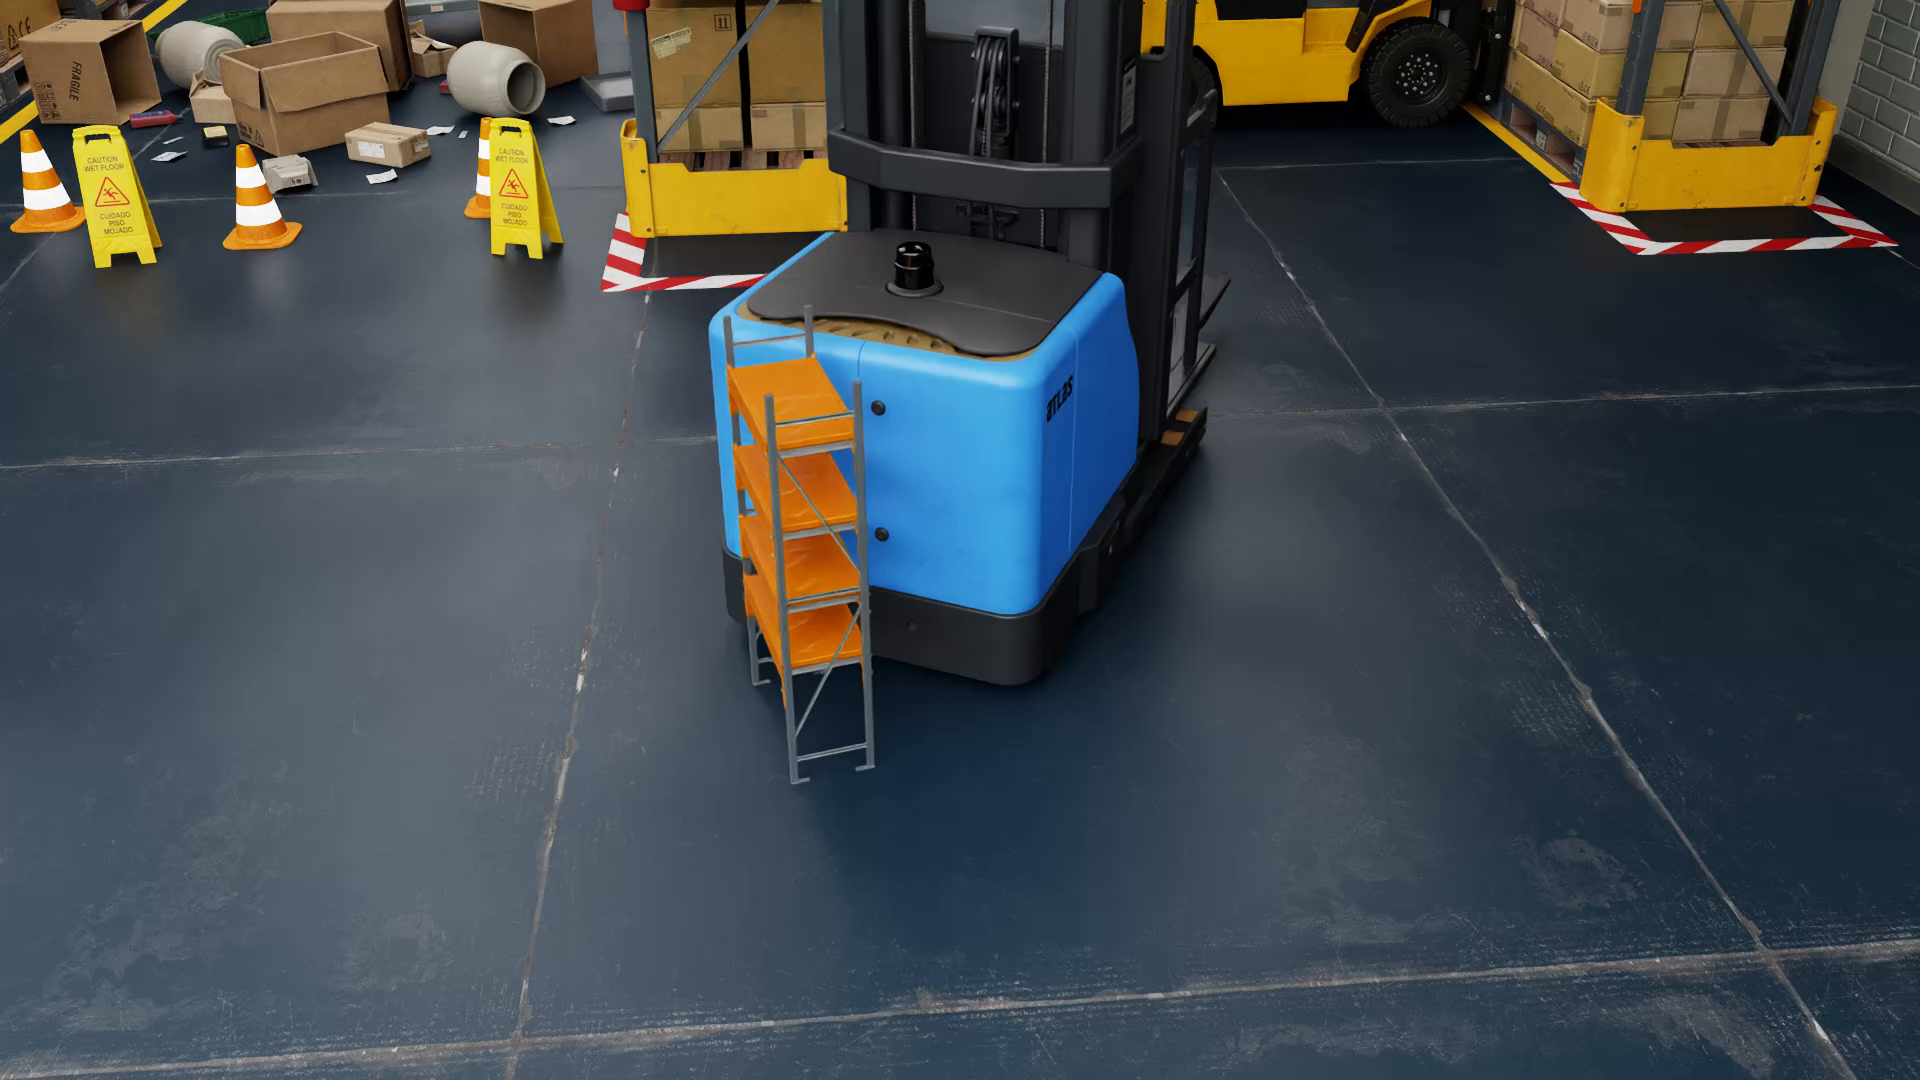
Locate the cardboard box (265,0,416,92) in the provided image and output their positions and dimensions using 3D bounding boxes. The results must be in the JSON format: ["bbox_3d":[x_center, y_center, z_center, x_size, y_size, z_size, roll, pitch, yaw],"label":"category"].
[{"bbox_3d":[-3.847,-3.103,10.321,0.797,0.637,0.503,-3,31,-5],"label":"cardboard box"}]

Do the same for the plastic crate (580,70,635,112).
[{"bbox_3d":[-2.111,-2.811,10.379,0.402,0.080,0.583,-14,33,-22],"label":"plastic crate"}]

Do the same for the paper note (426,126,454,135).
[{"bbox_3d":[-3.067,-2.412,9.770,0.148,0.019,0.142,8,32,13],"label":"paper note"}]

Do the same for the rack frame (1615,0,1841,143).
[{"bbox_3d":[3.875,-3.103,8.020,1.000,3.000,0.127,-3,31,-5],"label":"rack frame"}]

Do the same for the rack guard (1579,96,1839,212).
[{"bbox_3d":[3.877,-2.018,8.641,1.175,0.500,0.348,-3,31,-5],"label":"rack guard"}]

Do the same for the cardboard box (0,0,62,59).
[{"bbox_3d":[-6.371,-3.561,10.449,0.875,0.875,0.875,-2,31,-4],"label":"cardboard box"}]

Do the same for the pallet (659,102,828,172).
[{"bbox_3d":[-1.115,-2.122,9.096,1.003,0.211,1.213,-3,31,-5],"label":"pallet"}]

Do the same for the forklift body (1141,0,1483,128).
[{"bbox_3d":[1.881,-3.620,9.712,2.313,2.155,1.214,-3,31,-5],"label":"forklift body"}]

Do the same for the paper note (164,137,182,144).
[{"bbox_3d":[-4.545,-2.309,9.606,0.032,0.001,0.123,13,33,21],"label":"paper note"}]

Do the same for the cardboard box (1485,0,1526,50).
[{"bbox_3d":[3.413,-3.070,9.750,0.500,0.250,0.500,-3,31,-6],"label":"cardboard box"}]

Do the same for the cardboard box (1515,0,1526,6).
[{"bbox_3d":[3.410,-3.270,9.596,0.500,0.250,0.500,-2,31,-4],"label":"cardboard box"}]

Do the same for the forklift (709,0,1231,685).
[{"bbox_3d":[0.291,-1.572,5.523,1.130,2.935,3.031,12,33,19],"label":"forklift"}]

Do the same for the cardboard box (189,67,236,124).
[{"bbox_3d":[-4.365,-2.654,9.934,0.396,0.266,0.258,2,31,4],"label":"cardboard box"}]

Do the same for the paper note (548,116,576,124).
[{"bbox_3d":[-2.375,-2.510,9.922,0.142,0.019,0.148,-14,33,-22],"label":"paper note"}]

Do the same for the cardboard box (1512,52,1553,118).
[{"bbox_3d":[3.479,-2.582,9.420,0.500,0.250,0.500,-3,31,-5],"label":"cardboard box"}]

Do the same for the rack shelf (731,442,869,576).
[{"bbox_3d":[-0.433,-0.108,4.452,0.258,0.148,0.480,-10,33,-16],"label":"rack shelf"}]

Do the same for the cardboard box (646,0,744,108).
[{"bbox_3d":[-1.402,-2.582,8.688,0.500,0.500,0.500,-3,31,-4],"label":"cardboard box"}]

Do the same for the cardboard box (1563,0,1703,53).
[{"bbox_3d":[3.521,-2.753,8.730,0.500,0.250,0.500,-2,31,-3],"label":"cardboard box"}]

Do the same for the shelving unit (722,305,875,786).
[{"bbox_3d":[-0.433,0.025,4.533,0.258,1.200,0.503,-10,33,-16],"label":"shelving unit"}]

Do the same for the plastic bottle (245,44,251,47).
[{"bbox_3d":[-4.831,-3.287,11.193,0.133,0.061,0.283,-20,36,-30],"label":"plastic bottle"}]

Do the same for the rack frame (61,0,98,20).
[{"bbox_3d":[-6.360,-4.617,10.555,1.000,3.000,0.127,-3,31,-5],"label":"rack frame"}]

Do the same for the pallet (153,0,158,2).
[{"bbox_3d":[-6.624,-4.435,12.968,1.003,0.211,1.213,-3,31,-5],"label":"pallet"}]

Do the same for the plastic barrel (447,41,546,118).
[{"bbox_3d":[-2.767,-2.740,9.924,0.512,0.421,0.421,20,36,29],"label":"plastic barrel"}]

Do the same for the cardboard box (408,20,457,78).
[{"bbox_3d":[-3.502,-3.213,10.871,0.396,0.266,0.258,27,40,37],"label":"cardboard box"}]

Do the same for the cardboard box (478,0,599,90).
[{"bbox_3d":[-2.695,-3.221,10.653,0.500,0.500,0.500,20,36,29],"label":"cardboard box"}]

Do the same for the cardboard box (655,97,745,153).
[{"bbox_3d":[-1.413,-2.275,8.906,0.500,0.250,0.500,-3,31,-5],"label":"cardboard box"}]

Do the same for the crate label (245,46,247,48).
[{"bbox_3d":[-4.702,-3.123,10.846,0.250,0.136,0.298,27,40,37],"label":"crate label"}]

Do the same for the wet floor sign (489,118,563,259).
[{"bbox_3d":[-2.115,-1.705,7.974,0.267,0.644,0.232,8,32,13],"label":"wet floor sign"}]

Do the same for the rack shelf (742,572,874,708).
[{"bbox_3d":[-0.433,0.252,4.671,0.258,0.148,0.480,-10,33,-16],"label":"rack shelf"}]

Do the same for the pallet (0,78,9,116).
[{"bbox_3d":[-6.249,-2.404,9.568,1.003,0.211,1.213,-3,31,-5],"label":"pallet"}]

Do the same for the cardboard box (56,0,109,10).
[{"bbox_3d":[-6.507,-4.144,11.547,1.050,0.750,0.750,-3,31,-5],"label":"cardboard box"}]

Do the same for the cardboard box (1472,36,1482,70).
[{"bbox_3d":[3.370,-3.102,10.290,0.500,0.250,0.500,-2,31,-3],"label":"cardboard box"}]

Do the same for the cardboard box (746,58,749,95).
[{"bbox_3d":[-1.505,-2.795,9.776,0.500,0.250,0.500,-4,31,-6],"label":"cardboard box"}]

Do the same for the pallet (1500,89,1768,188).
[{"bbox_3d":[3.761,-2.295,9.386,1.003,0.211,1.213,-3,31,-5],"label":"pallet"}]

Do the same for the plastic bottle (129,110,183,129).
[{"bbox_3d":[-4.775,-2.504,9.883,0.283,0.061,0.133,-14,33,-22],"label":"plastic bottle"}]

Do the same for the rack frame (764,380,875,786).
[{"bbox_3d":[-0.355,0.146,4.335,0.240,1.200,0.015,-10,33,-16],"label":"rack frame"}]

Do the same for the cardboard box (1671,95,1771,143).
[{"bbox_3d":[4.023,-2.363,9.053,0.500,0.250,0.500,-3,31,-4],"label":"cardboard box"}]

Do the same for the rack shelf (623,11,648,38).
[{"bbox_3d":[-1.254,-3.576,9.513,1.077,0.370,4.000,-3,31,-5],"label":"rack shelf"}]

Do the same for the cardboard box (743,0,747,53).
[{"bbox_3d":[-1.494,-3.106,9.566,0.500,0.500,0.500,-3,31,-6],"label":"cardboard box"}]

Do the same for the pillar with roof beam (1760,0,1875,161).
[{"bbox_3d":[0.421,-5.871,6.804,9.100,9.000,0.400,-3,31,-5],"label":"pillar with roof beam"}]

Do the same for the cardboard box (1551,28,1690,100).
[{"bbox_3d":[3.518,-2.551,8.881,0.500,0.250,0.500,-3,31,-5],"label":"cardboard box"}]

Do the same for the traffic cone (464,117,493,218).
[{"bbox_3d":[-2.392,-1.932,8.534,0.336,0.463,0.334,-3,31,-5],"label":"traffic cone"}]
